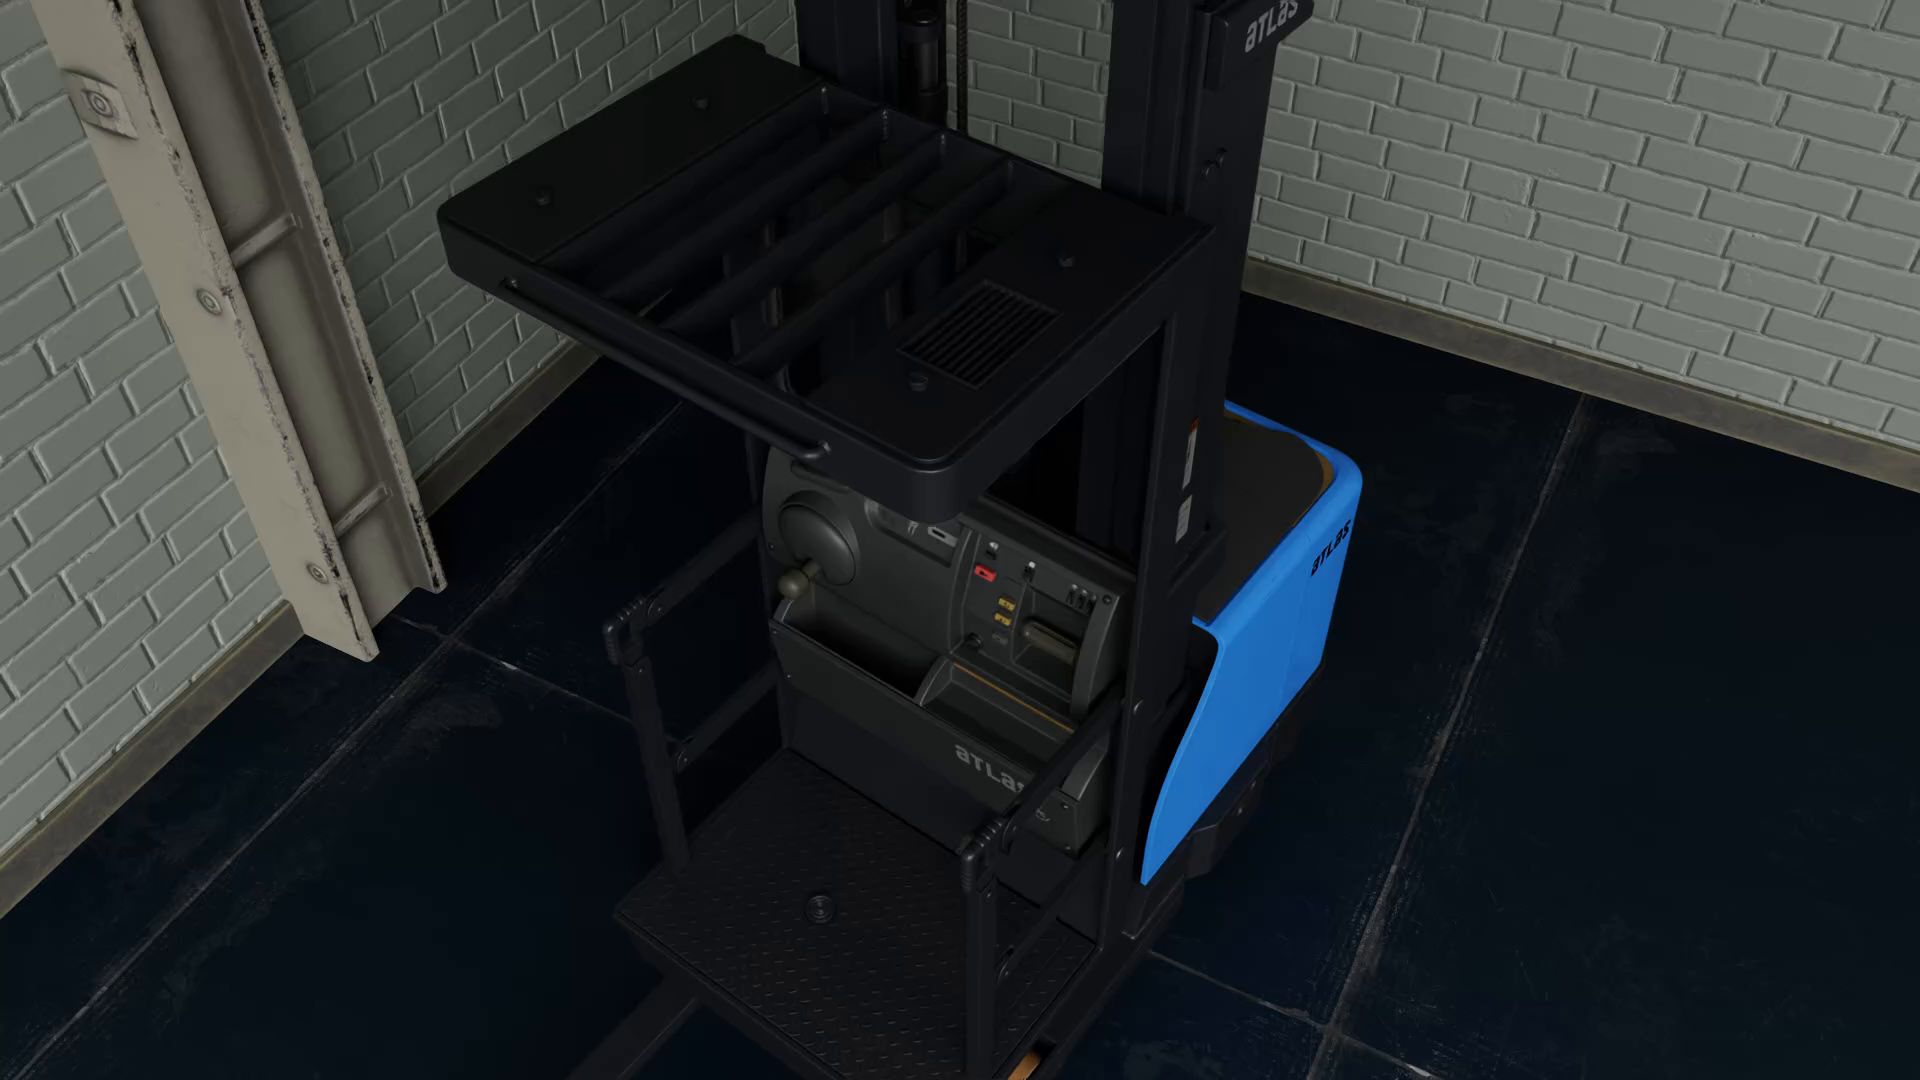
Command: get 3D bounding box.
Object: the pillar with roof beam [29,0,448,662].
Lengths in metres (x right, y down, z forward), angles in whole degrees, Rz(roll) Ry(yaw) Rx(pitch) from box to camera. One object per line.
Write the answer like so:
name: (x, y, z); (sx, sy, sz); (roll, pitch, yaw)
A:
pillar with roof beam: (1.863, -1.522, 0.927); (9.100, 9.000, 0.400); (20, 49, 19)

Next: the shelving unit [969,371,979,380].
shelving unit: (-0.004, -0.311, 5.425); (0.258, 0.900, 0.210); (20, 49, 19)

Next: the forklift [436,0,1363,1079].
forklift: (-0.190, 0.144, 3.547); (1.130, 2.935, 3.031); (28, 52, 25)

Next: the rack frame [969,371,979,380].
rack frame: (-0.051, -0.247, 5.362); (0.240, 0.900, 0.006); (20, 49, 19)
